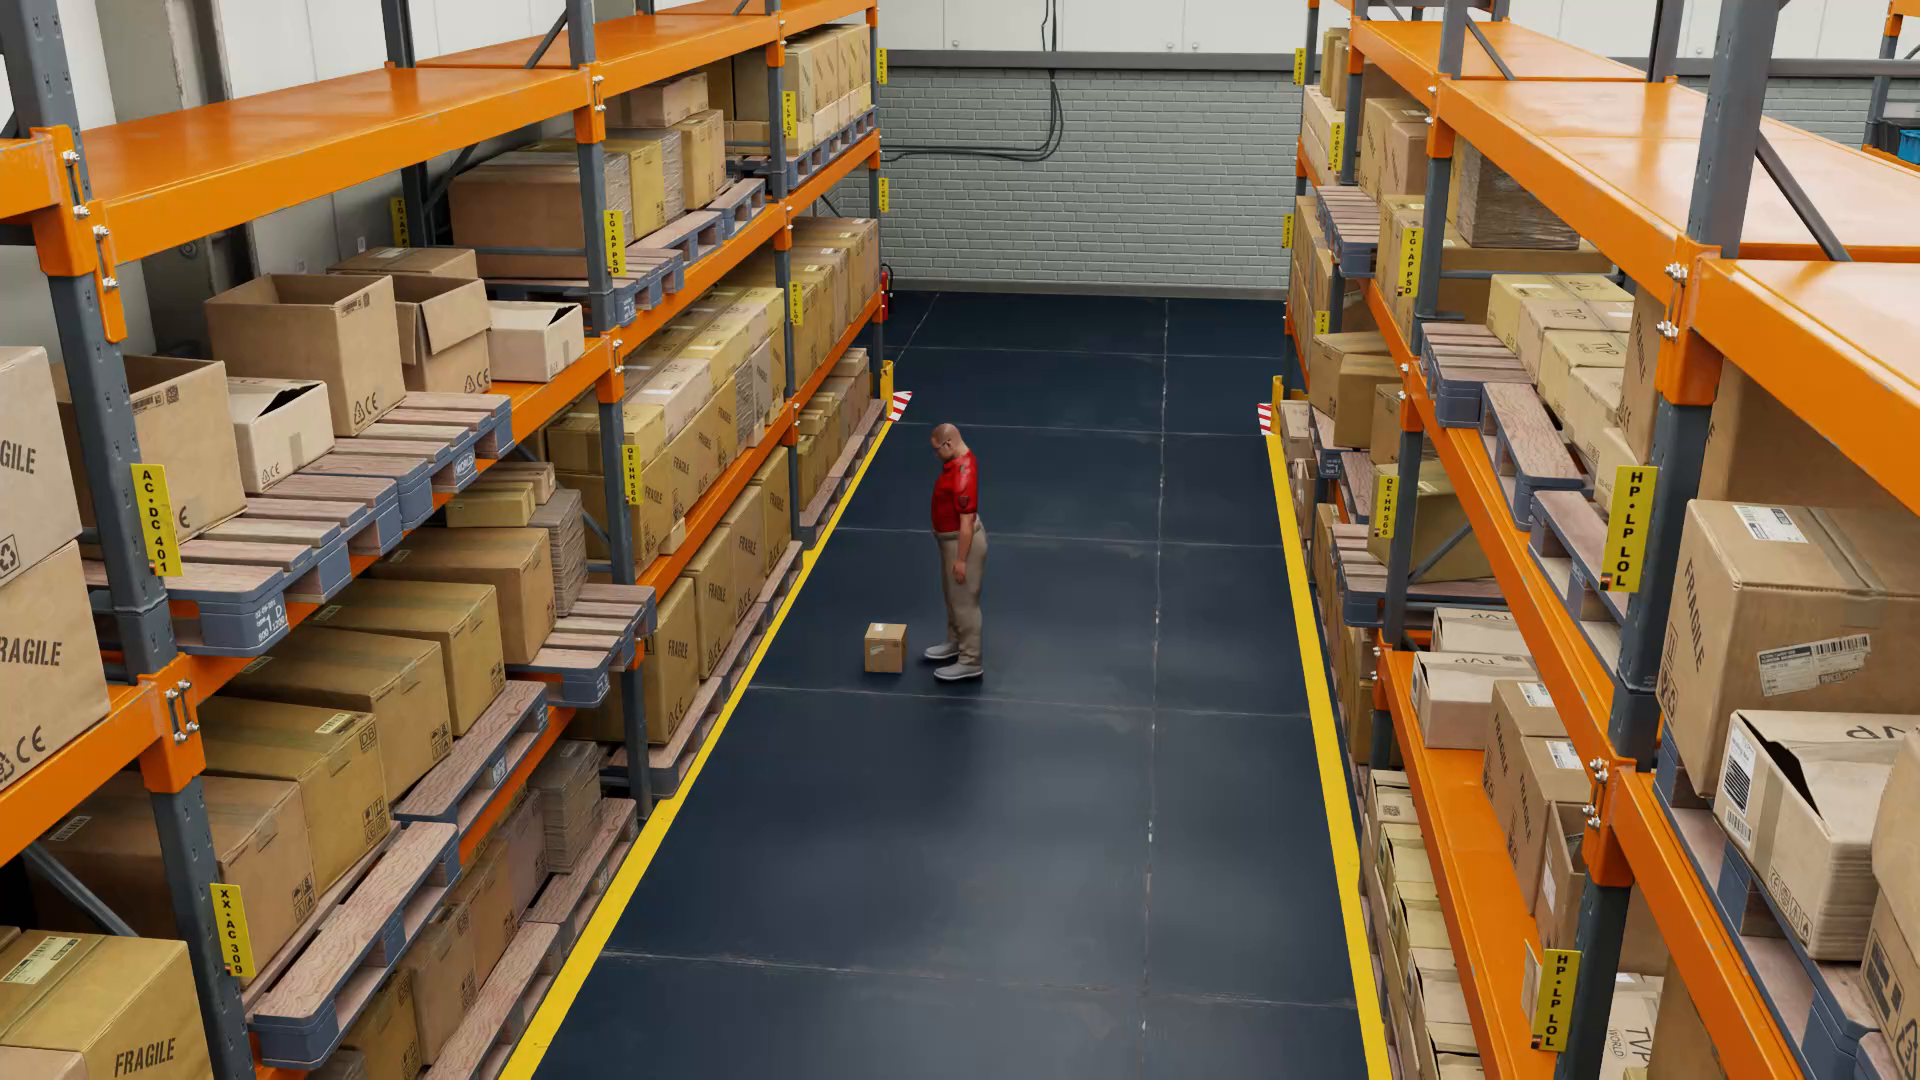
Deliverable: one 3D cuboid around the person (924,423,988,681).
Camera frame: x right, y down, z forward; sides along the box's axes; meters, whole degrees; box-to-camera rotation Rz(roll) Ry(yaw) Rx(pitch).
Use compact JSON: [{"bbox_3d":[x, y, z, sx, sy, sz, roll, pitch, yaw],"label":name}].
[{"bbox_3d":[-0.031,0.054,10.926,0.424,1.710,0.580,0,21,0],"label":"person"}]
